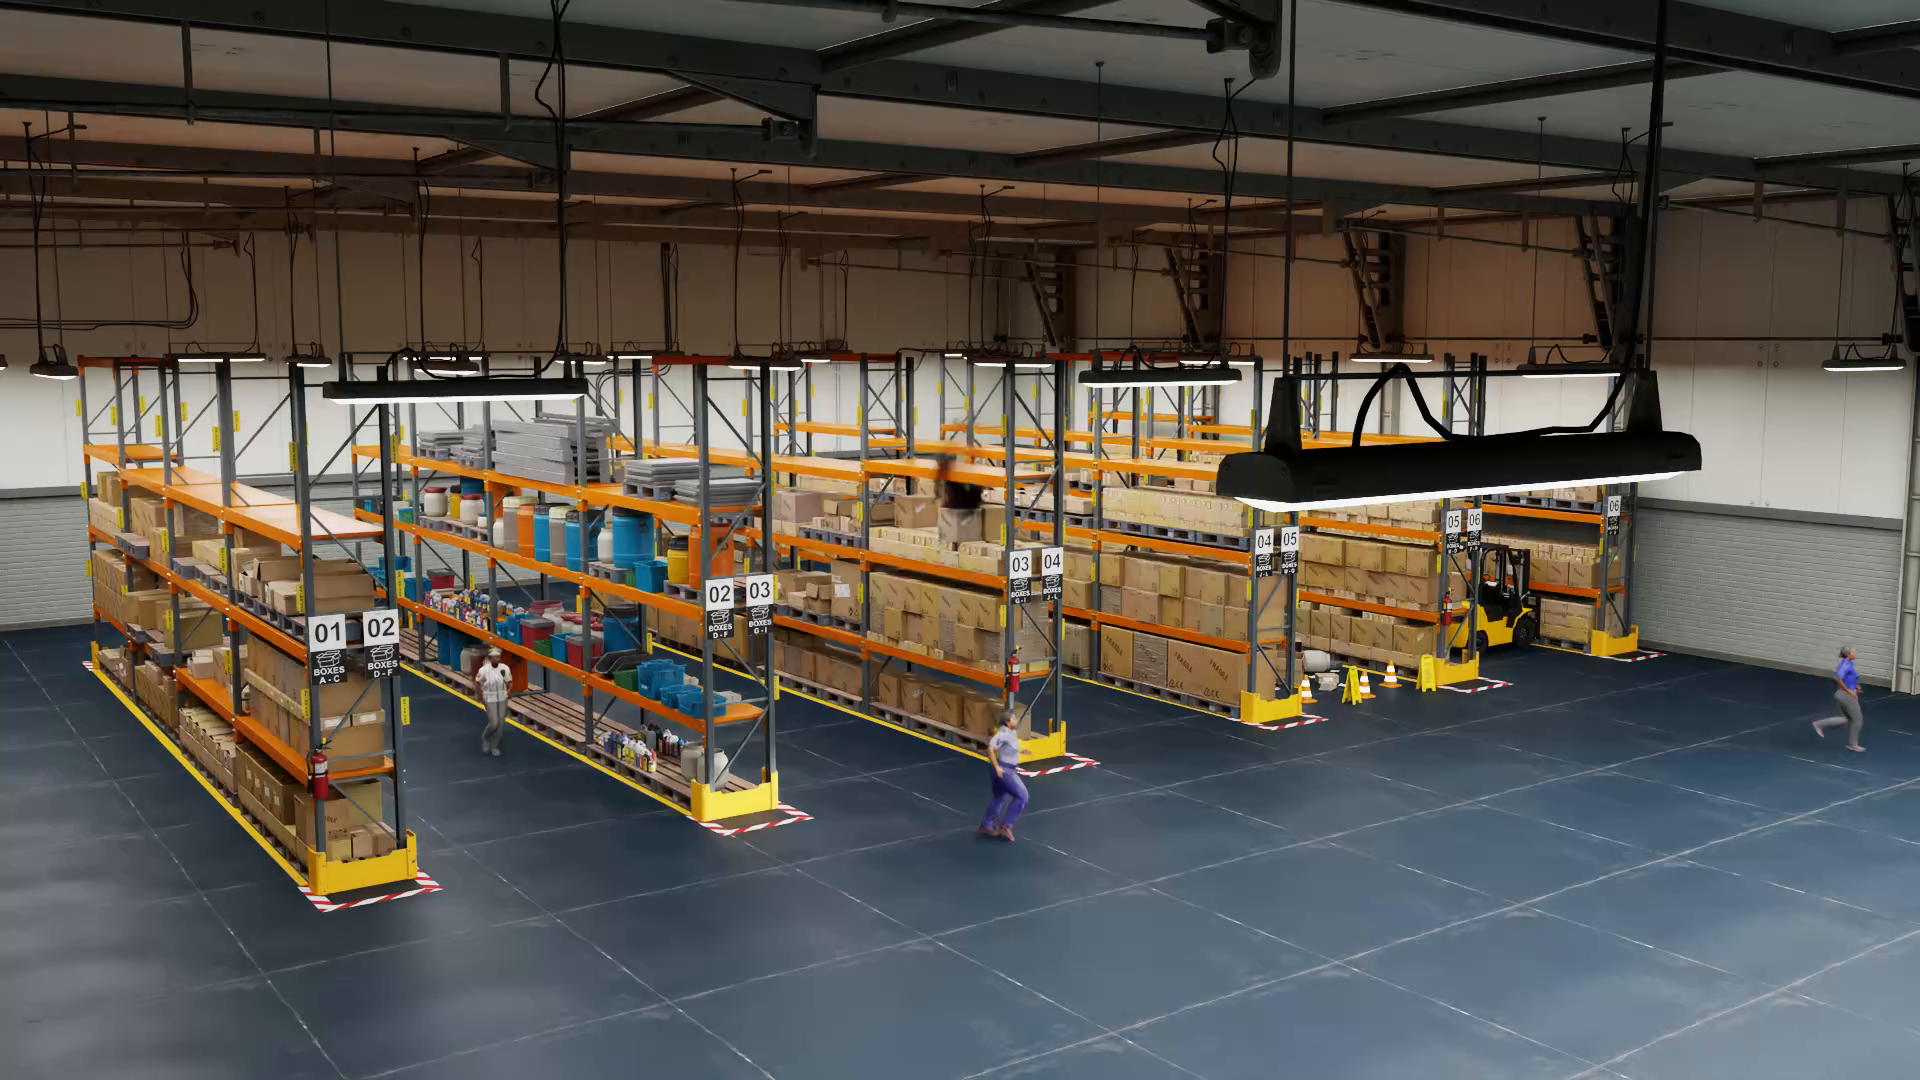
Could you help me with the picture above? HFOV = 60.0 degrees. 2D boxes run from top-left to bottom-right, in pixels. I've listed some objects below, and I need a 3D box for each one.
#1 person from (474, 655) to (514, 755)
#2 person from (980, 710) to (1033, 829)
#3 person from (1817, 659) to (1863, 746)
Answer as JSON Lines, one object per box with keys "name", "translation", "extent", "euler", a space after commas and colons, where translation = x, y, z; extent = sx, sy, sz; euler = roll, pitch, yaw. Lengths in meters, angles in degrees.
{"name": "person", "translation": [-7.026, 2.472, 25.246], "extent": [0.561, 1.621, 0.564], "euler": [-4, 8, -31]}
{"name": "person", "translation": [0.592, 2.915, 21.094], "extent": [0.679, 1.537, 0.597], "euler": [0, 7, -3]}
{"name": "person", "translation": [13.588, 2.494, 25.637], "extent": [0.618, 1.346, 0.541], "euler": [2, 7, 16]}
